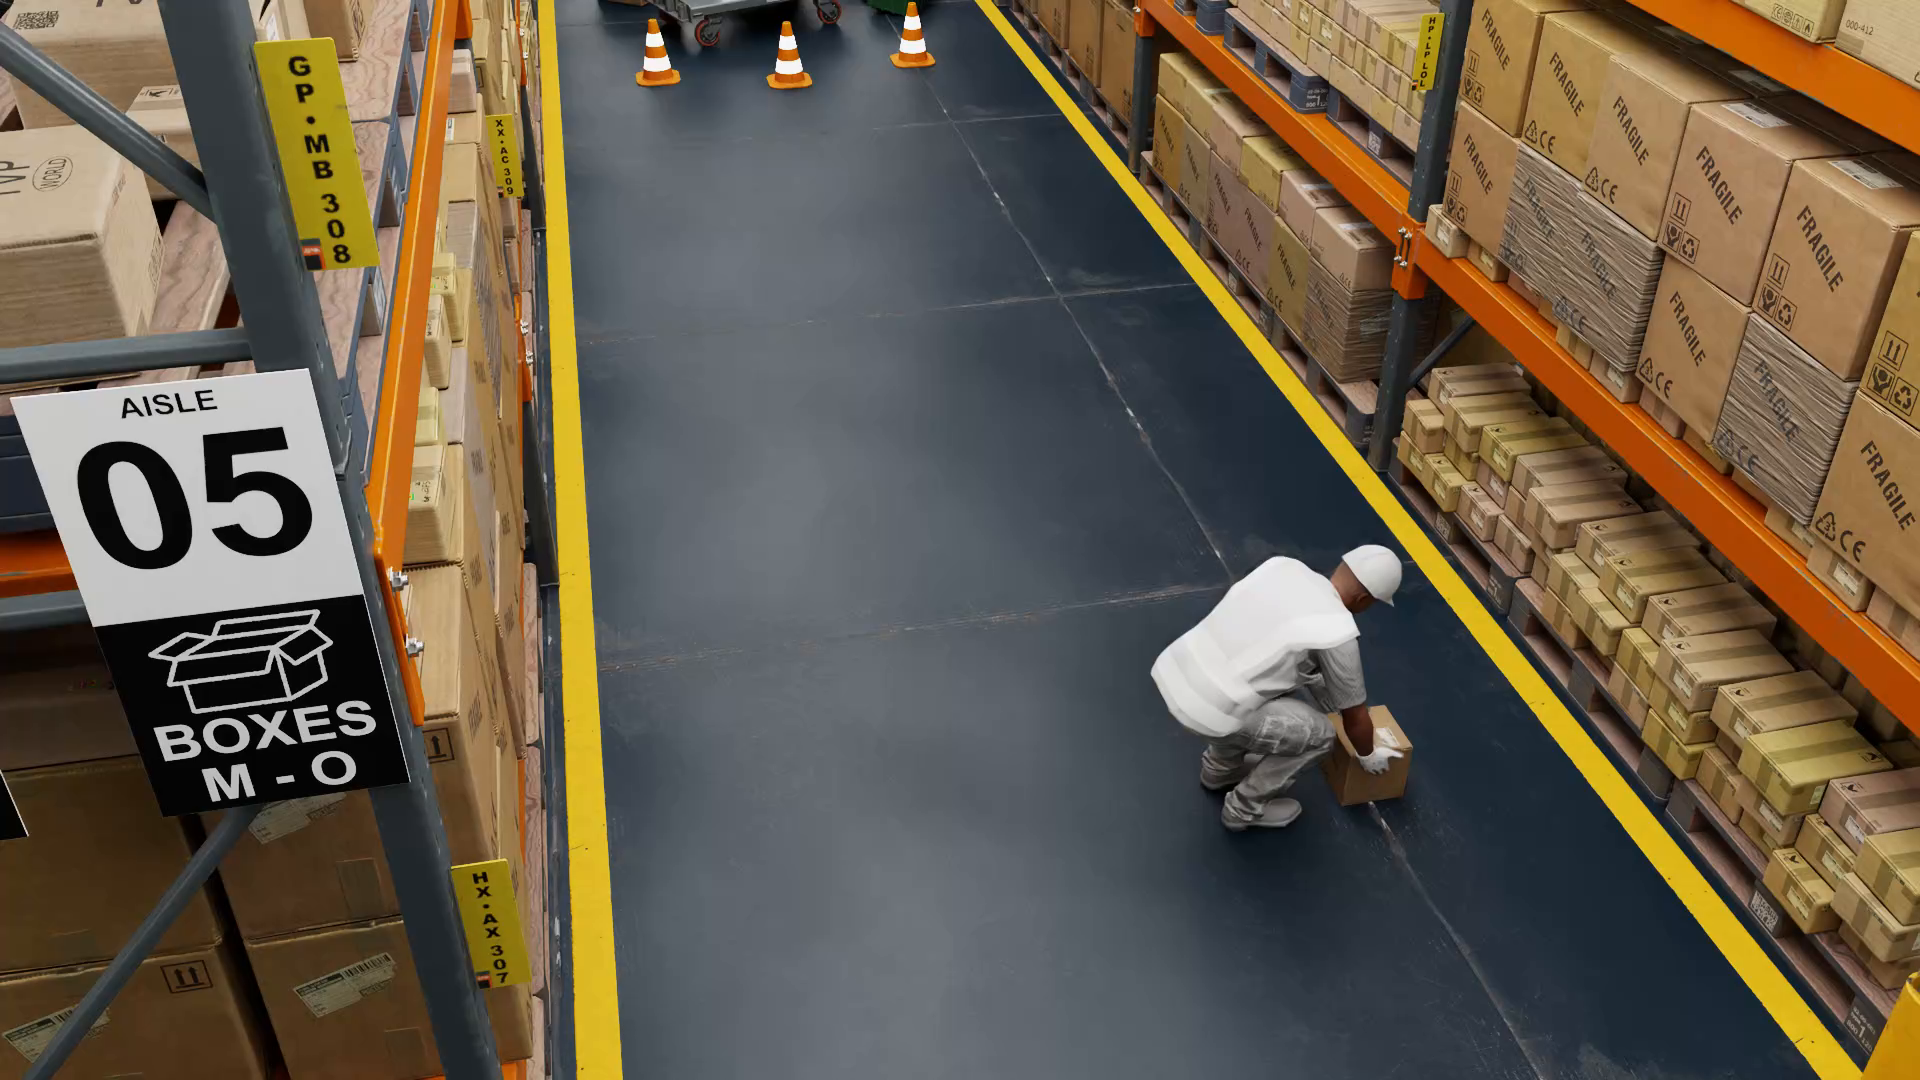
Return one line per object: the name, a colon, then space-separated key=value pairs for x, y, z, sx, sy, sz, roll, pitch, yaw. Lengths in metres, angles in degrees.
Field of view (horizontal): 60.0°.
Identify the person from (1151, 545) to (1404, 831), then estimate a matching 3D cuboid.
person: x=1.135 y=0.513 z=6.036 sx=0.899 sy=1.037 sz=0.577 roll=-7 pitch=35 yaw=-11
